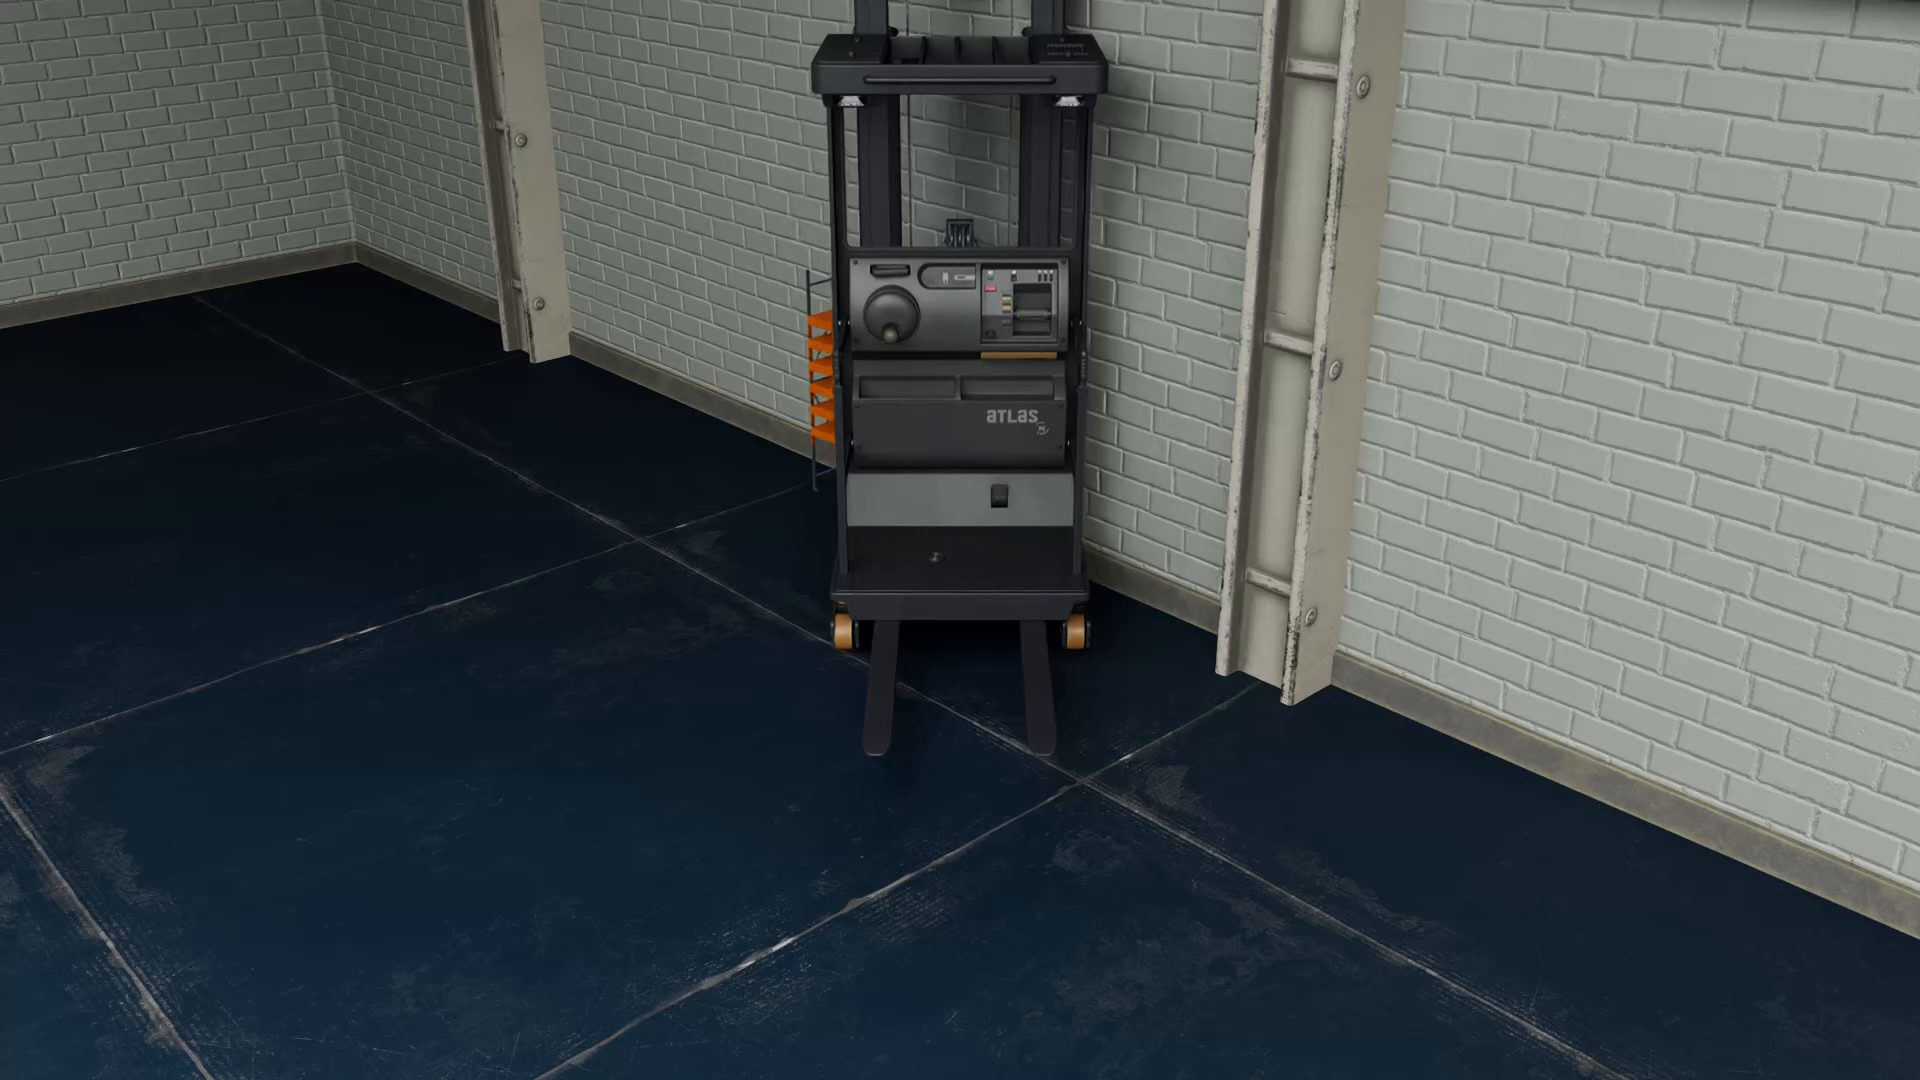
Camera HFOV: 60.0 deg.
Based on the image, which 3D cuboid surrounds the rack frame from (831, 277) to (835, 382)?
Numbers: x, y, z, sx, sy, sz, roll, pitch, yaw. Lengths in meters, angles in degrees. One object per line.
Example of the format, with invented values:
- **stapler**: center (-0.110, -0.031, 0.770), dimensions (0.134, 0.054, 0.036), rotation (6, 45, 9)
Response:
- **rack frame**: center (-0.557, -0.790, 8.537), dimensions (0.006, 1.200, 0.240), rotation (21, 32, 37)

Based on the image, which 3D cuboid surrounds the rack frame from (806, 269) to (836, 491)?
- **rack frame**: center (-0.693, -0.842, 8.648), dimensions (0.006, 1.200, 0.240), rotation (21, 32, 37)

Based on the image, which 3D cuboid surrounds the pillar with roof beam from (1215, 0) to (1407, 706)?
- **pillar with roof beam**: center (-1.820, -2.300, 2.449), dimensions (9.100, 9.000, 0.400), rotation (-21, 32, -38)

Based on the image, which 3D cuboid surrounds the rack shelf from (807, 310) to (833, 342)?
- **rack shelf**: center (-0.623, -1.103, 8.460), dimensions (0.180, 0.103, 0.258), rotation (21, 32, 37)

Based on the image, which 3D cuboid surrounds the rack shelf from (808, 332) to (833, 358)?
- **rack shelf**: center (-0.624, -0.994, 8.510), dimensions (0.180, 0.103, 0.258), rotation (21, 32, 37)

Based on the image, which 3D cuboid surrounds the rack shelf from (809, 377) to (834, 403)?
- **rack shelf**: center (-0.625, -0.776, 8.611), dimensions (0.180, 0.103, 0.258), rotation (21, 32, 37)

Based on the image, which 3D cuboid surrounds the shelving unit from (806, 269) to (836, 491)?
- **shelving unit**: center (-0.625, -0.816, 8.592), dimensions (0.189, 1.200, 0.258), rotation (21, 32, 37)

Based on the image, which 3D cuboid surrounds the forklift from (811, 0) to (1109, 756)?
- **forklift**: center (0.000, -0.983, 6.873), dimensions (1.130, 2.935, 3.031), rotation (0, 25, 0)

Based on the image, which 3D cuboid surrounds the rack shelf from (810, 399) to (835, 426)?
- **rack shelf**: center (-0.626, -0.667, 8.661), dimensions (0.180, 0.103, 0.258), rotation (21, 32, 37)

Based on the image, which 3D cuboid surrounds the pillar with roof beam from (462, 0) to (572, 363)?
- **pillar with roof beam**: center (-5.921, -4.117, 6.433), dimensions (9.100, 9.000, 0.400), rotation (-21, 32, -38)

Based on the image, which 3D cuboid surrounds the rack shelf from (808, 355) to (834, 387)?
- **rack shelf**: center (-0.624, -0.885, 8.560), dimensions (0.180, 0.103, 0.258), rotation (21, 32, 37)

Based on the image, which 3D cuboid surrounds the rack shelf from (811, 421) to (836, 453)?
- **rack shelf**: center (-0.626, -0.558, 8.711), dimensions (0.180, 0.103, 0.258), rotation (21, 32, 37)
